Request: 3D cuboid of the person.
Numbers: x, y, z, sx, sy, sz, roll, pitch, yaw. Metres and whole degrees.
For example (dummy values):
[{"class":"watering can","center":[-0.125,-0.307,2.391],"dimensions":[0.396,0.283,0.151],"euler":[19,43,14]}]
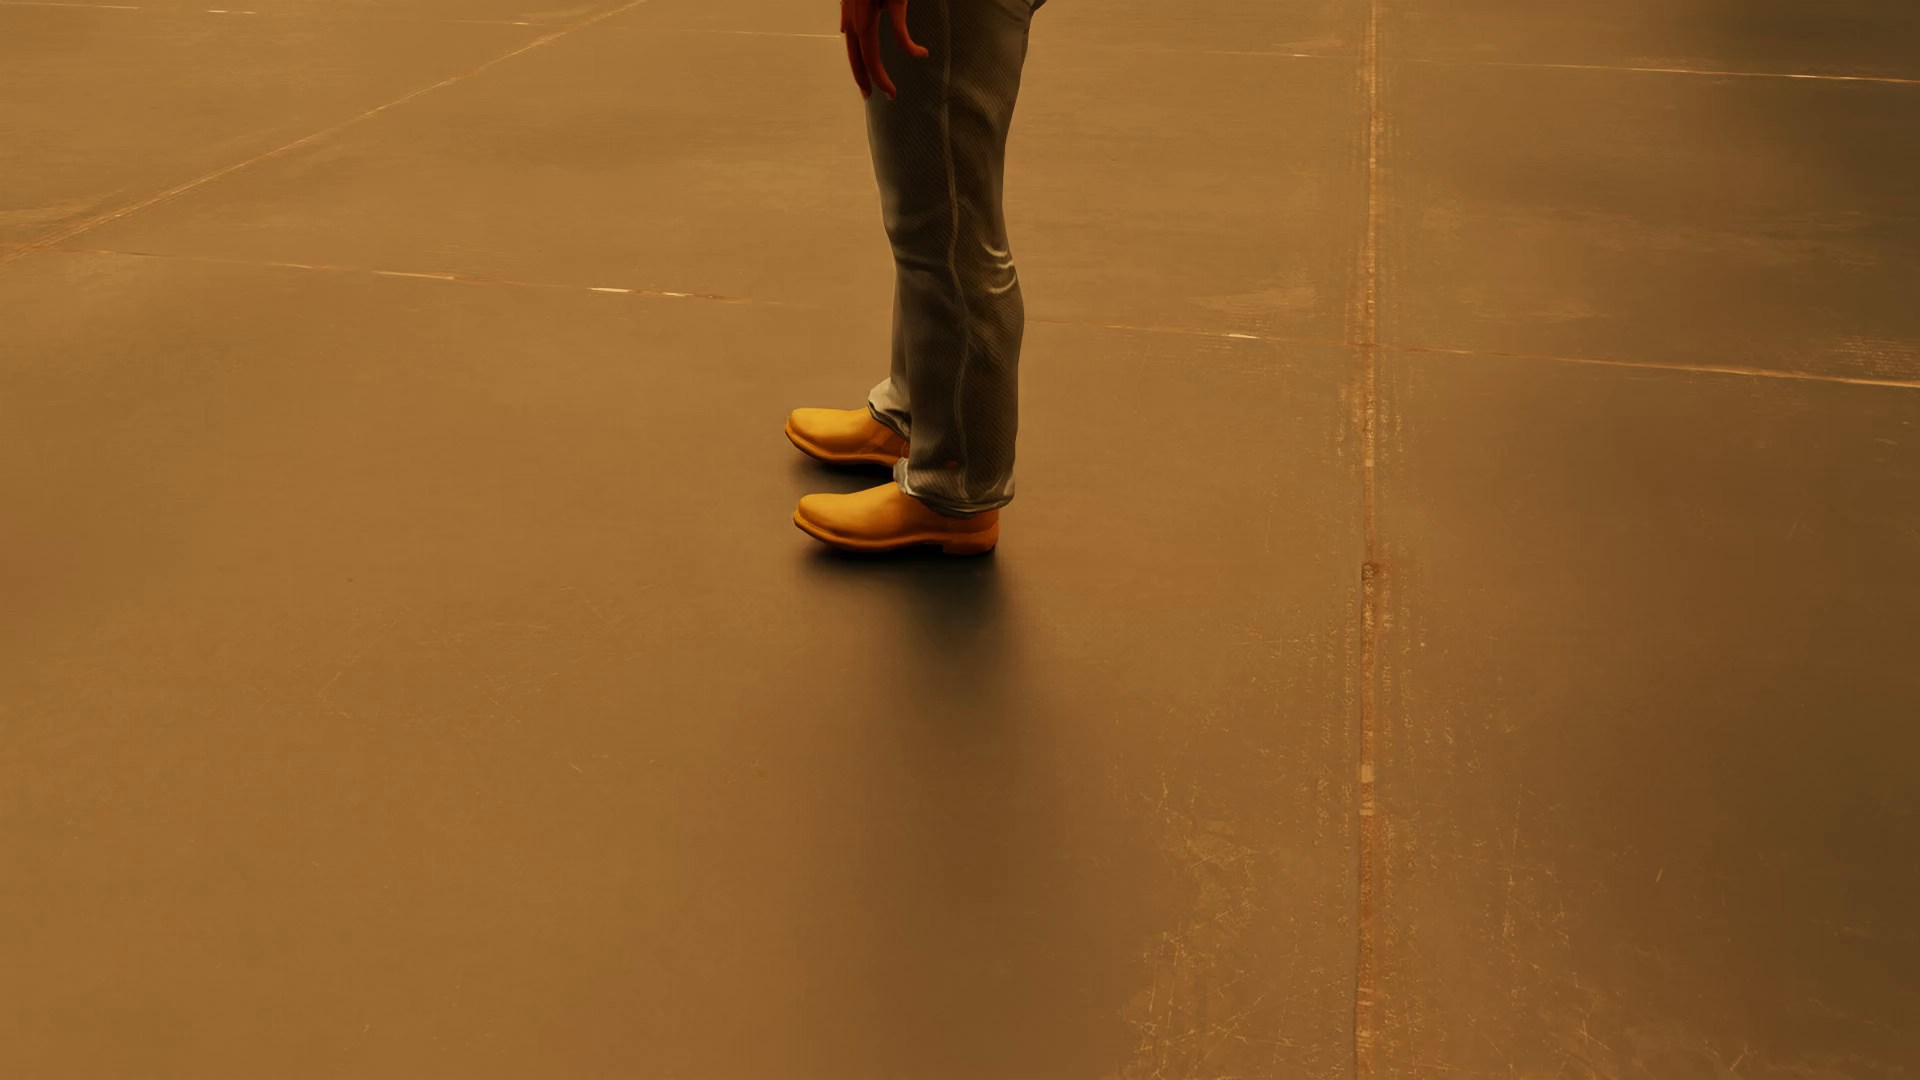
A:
[{"class":"person","center":[-0.067,-0.804,2.117],"dimensions":[0.575,1.768,0.666],"euler":[6,27,11]}]
